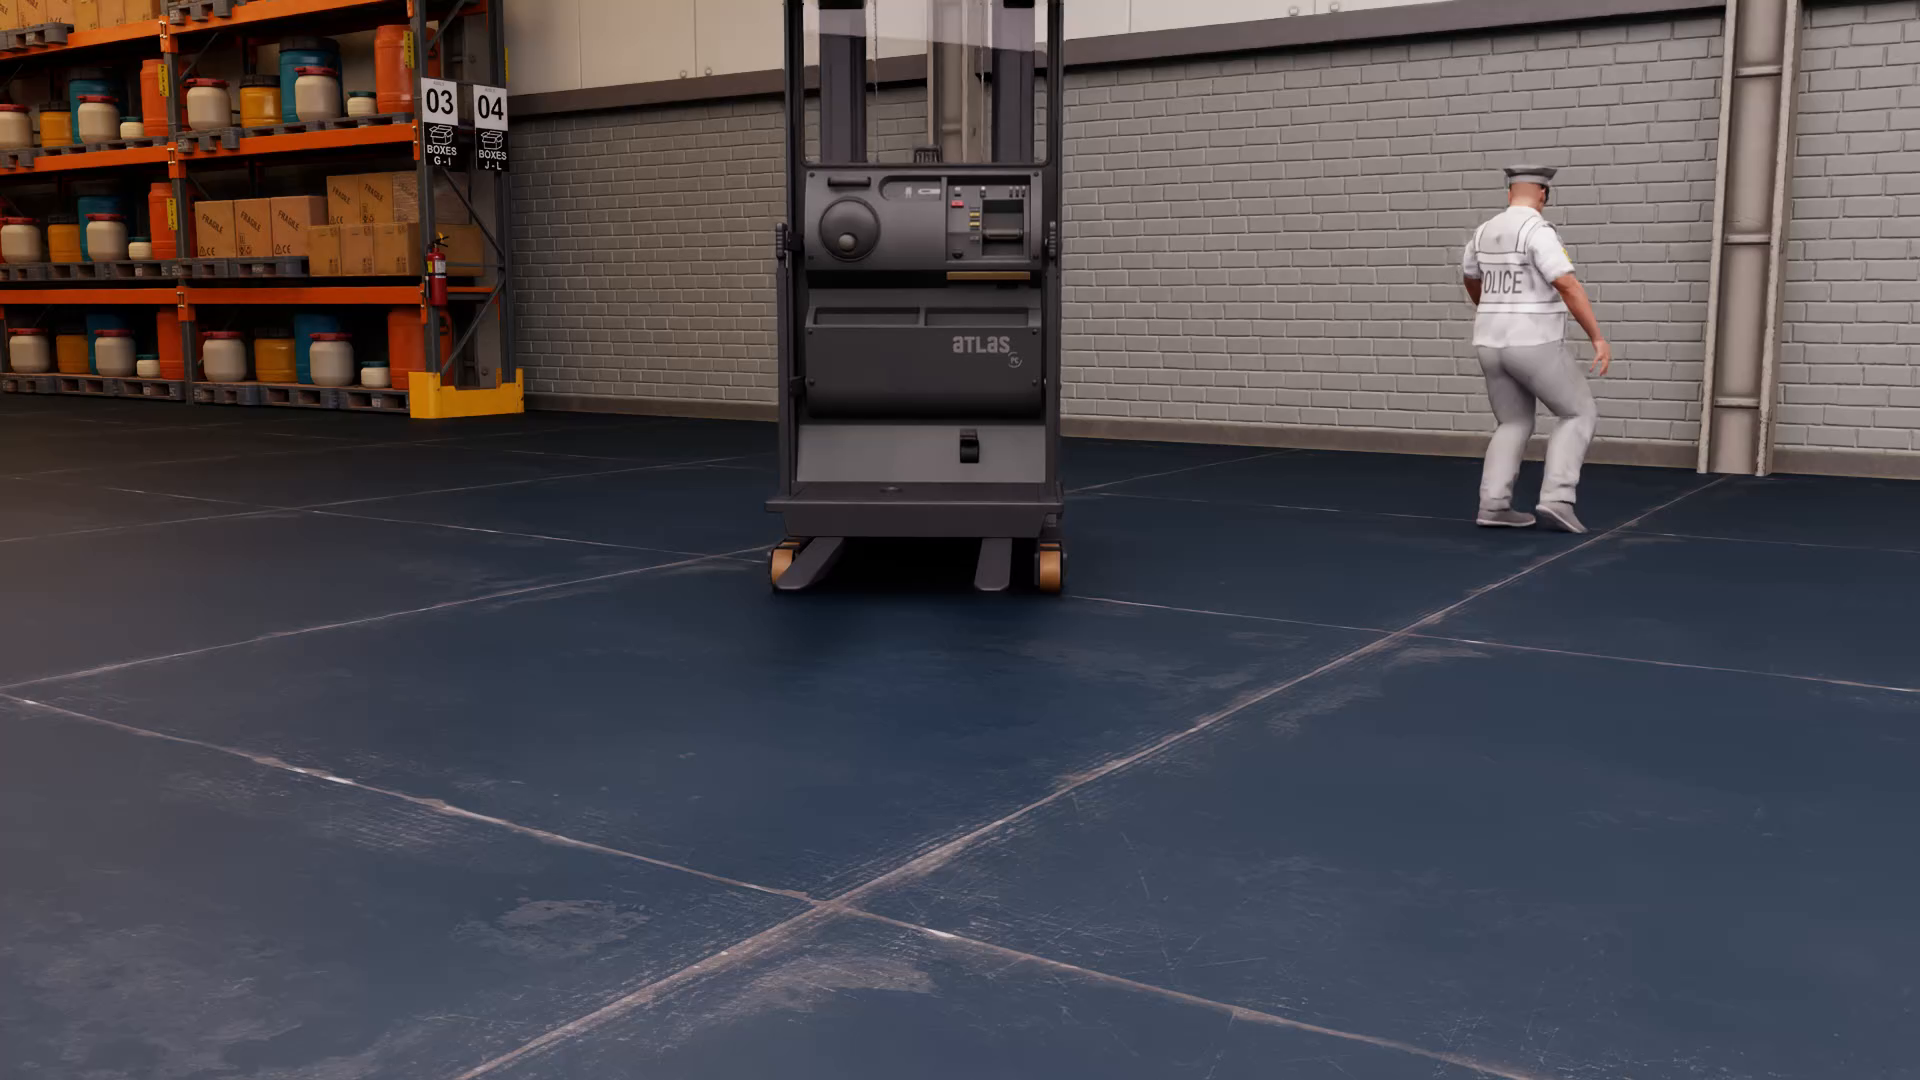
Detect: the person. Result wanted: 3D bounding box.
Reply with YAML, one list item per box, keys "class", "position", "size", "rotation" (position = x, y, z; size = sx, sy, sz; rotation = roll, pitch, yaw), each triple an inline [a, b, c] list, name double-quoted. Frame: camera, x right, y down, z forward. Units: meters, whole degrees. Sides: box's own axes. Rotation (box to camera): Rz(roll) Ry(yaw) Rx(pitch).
- class: "person"
  position: [2.708, -0.885, 7.923]
  size: [0.493, 1.780, 0.923]
  rotation: [-3, 9, -20]

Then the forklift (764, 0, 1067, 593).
- class: "forklift"
  position: [-0.149, -1.297, 6.310]
  size: [1.130, 2.935, 3.031]
  rotation: [0, 8, 2]
